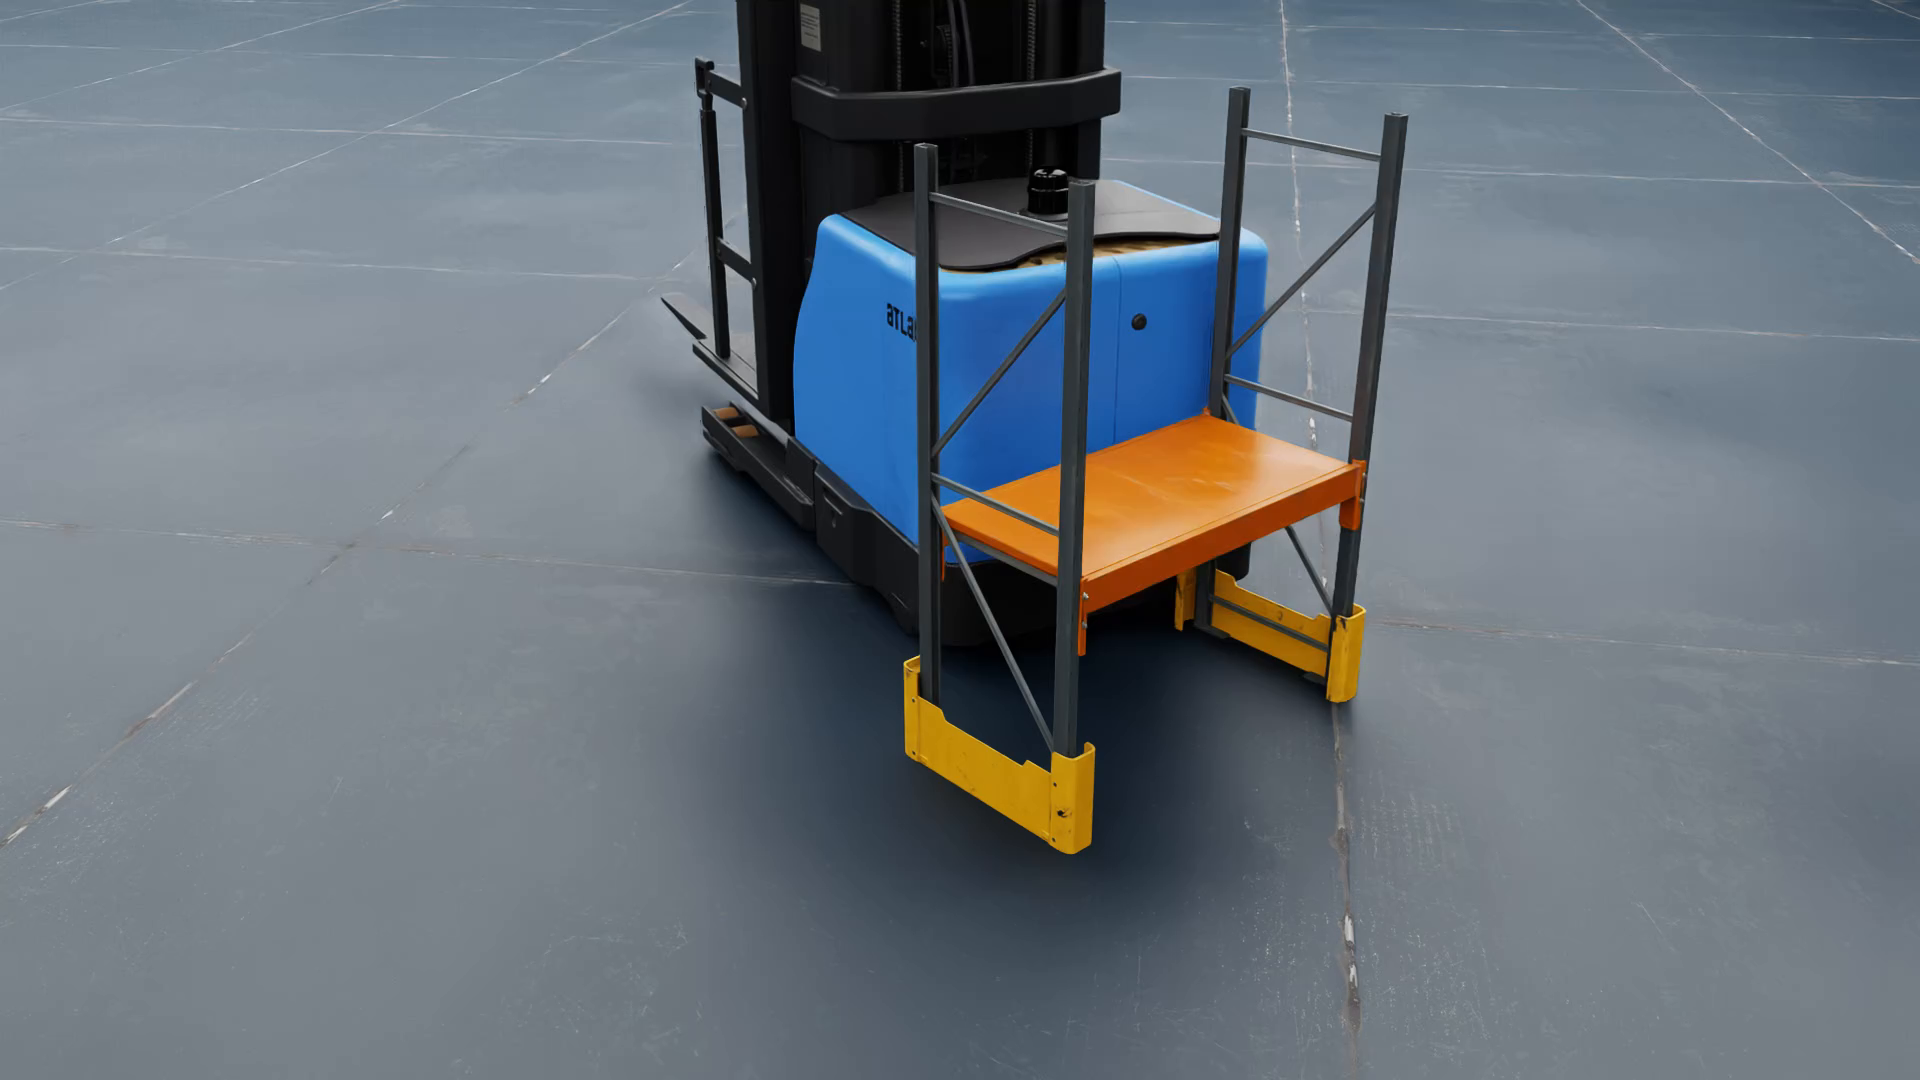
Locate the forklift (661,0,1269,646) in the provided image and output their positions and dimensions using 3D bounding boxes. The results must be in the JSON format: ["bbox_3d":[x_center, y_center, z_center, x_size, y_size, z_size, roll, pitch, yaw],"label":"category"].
[{"bbox_3d":[-0.260,-1.634,5.283,1.130,2.935,3.031,-12,28,-24],"label":"forklift"}]

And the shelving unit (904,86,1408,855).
[{"bbox_3d":[0.453,-0.213,3.937,1.083,1.500,0.587,-21,32,-37],"label":"shelving unit"}]

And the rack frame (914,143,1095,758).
[{"bbox_3d":[0.080,-0.073,3.636,0.032,1.500,0.500,-21,32,-37],"label":"rack frame"}]

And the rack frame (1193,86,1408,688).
[{"bbox_3d":[0.840,-0.359,4.248,0.032,1.500,0.500,-21,32,-37],"label":"rack frame"}]

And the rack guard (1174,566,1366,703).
[{"bbox_3d":[0.825,0.212,4.502,0.087,0.250,0.587,-21,32,-37],"label":"rack guard"}]

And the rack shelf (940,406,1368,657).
[{"bbox_3d":[0.460,-0.053,4.019,1.000,0.185,0.538,-21,32,-37],"label":"rack shelf"}]

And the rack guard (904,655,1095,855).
[{"bbox_3d":[0.081,0.493,3.902,0.087,0.250,0.587,-21,32,-37],"label":"rack guard"}]
